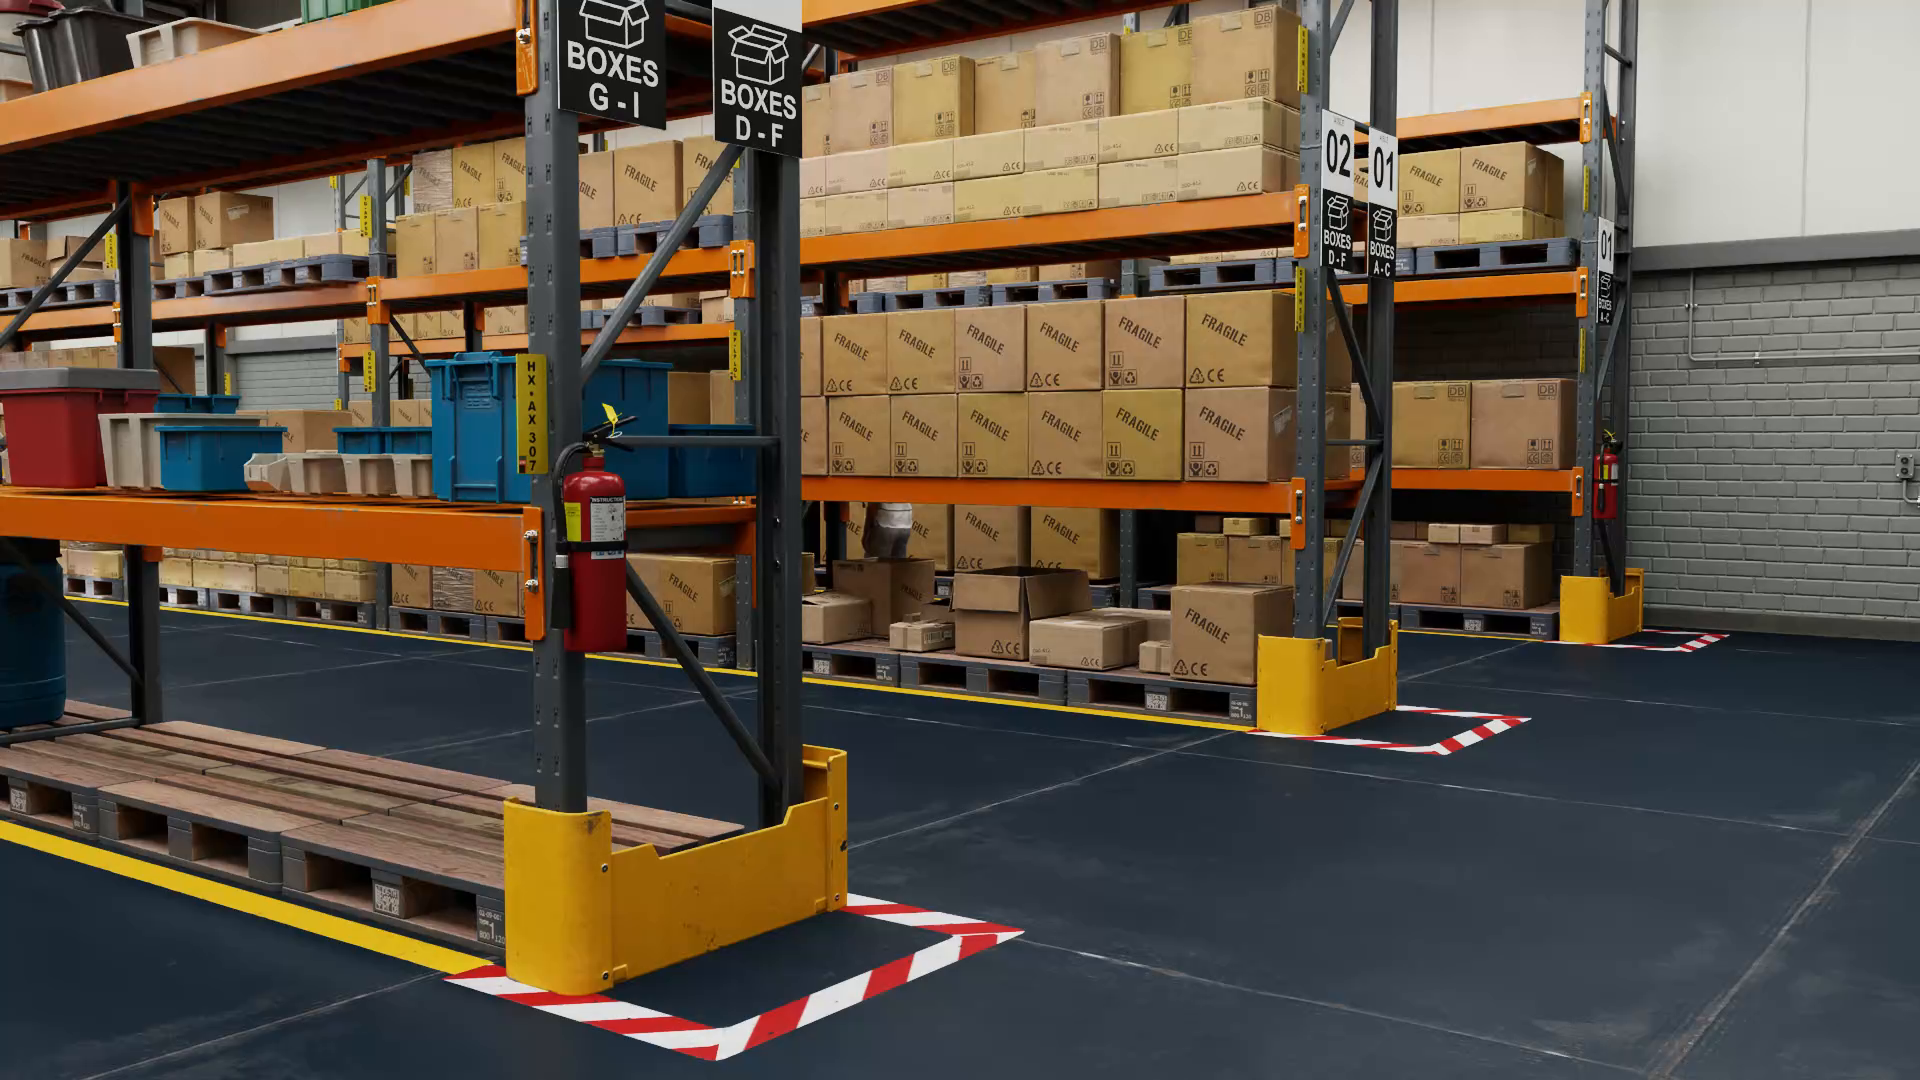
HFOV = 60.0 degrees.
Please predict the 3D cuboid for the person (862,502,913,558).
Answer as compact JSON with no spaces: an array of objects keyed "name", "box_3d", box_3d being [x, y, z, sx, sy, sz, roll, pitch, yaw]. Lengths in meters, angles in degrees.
[{"name":"person","box_3d":[-0.580,-0.067,12.839,0.396,1.656,0.505,2,4,34]}]
